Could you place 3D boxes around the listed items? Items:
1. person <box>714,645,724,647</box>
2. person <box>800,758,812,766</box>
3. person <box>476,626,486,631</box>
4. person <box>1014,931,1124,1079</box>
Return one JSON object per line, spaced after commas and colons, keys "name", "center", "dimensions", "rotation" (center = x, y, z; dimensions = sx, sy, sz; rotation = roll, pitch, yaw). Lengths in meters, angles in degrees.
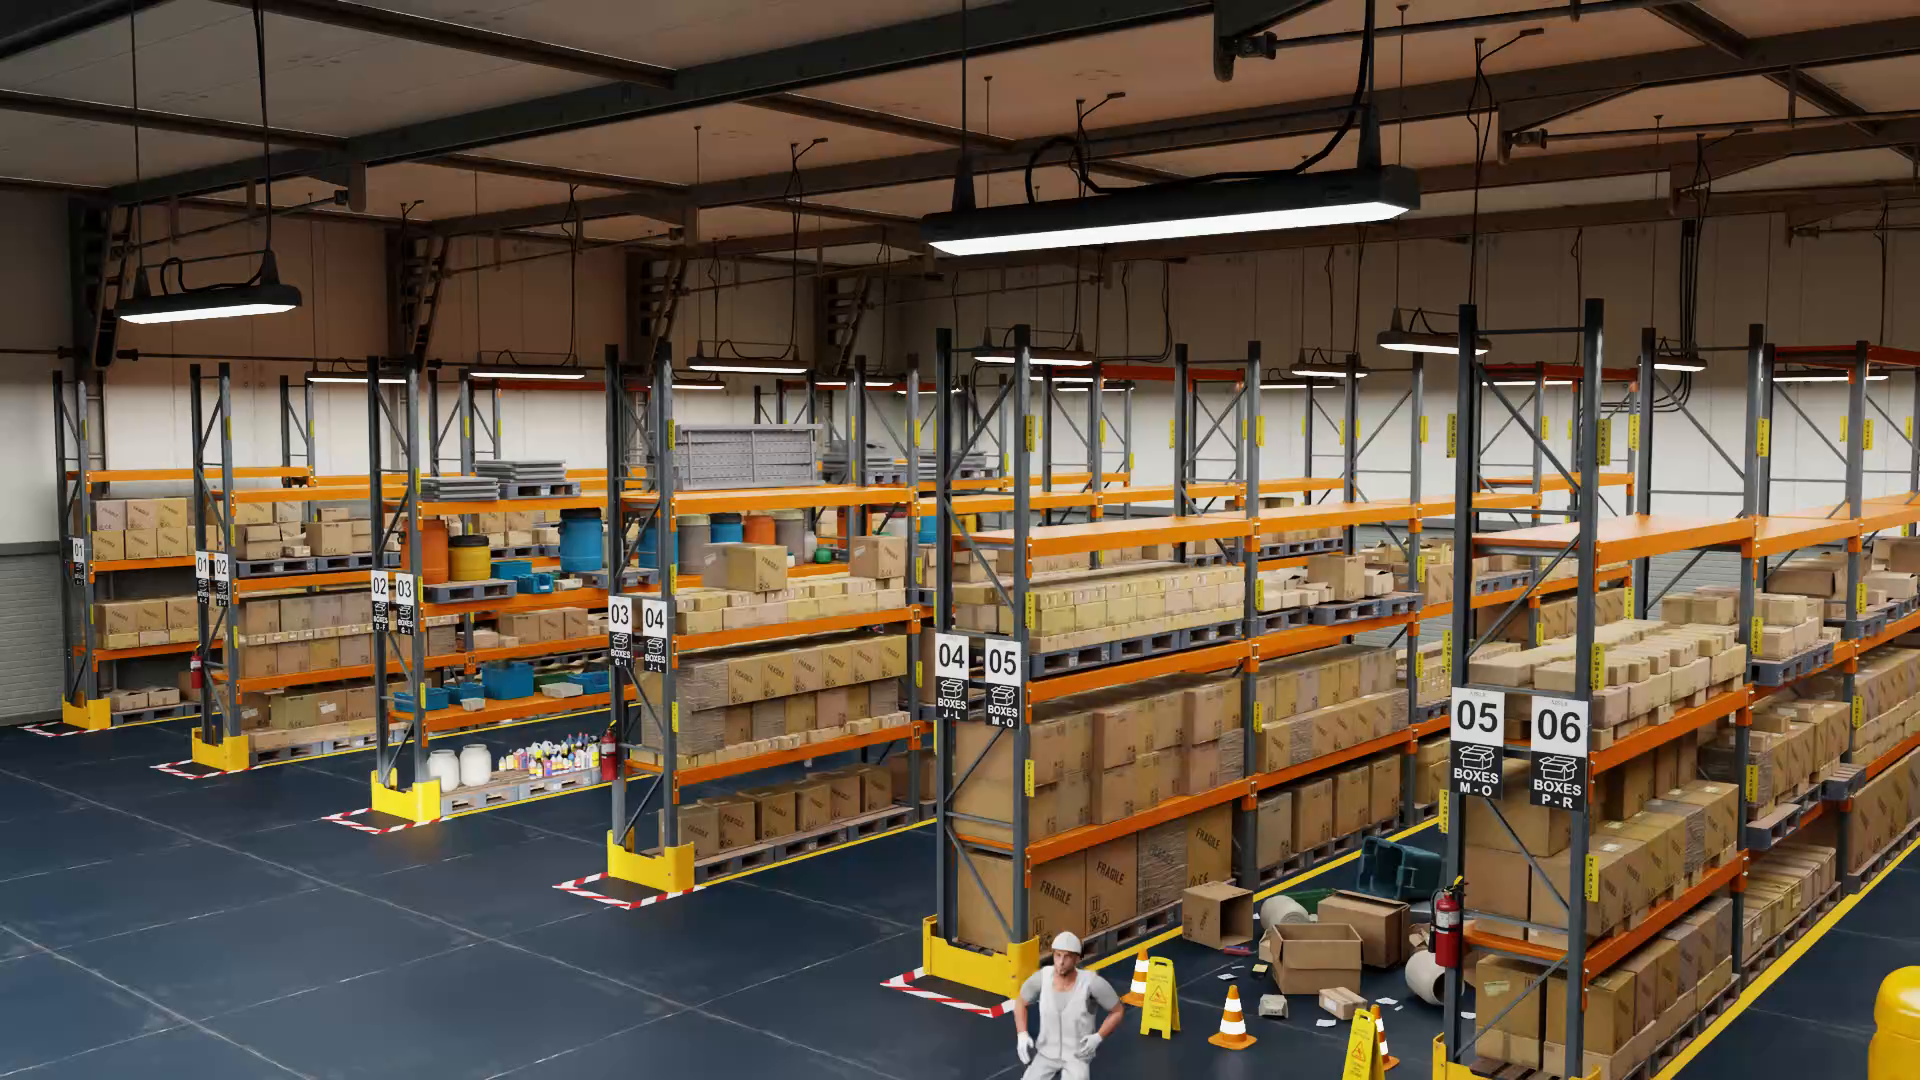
{"name": "person", "center": [-4.163, 2.257, 28.847], "dimensions": [0.592, 1.646, 0.547], "rotation": [3, 5, 34]}
{"name": "person", "center": [-2.459, 2.605, 24.643], "dimensions": [0.695, 1.573, 0.891], "rotation": [1, 4, 17]}
{"name": "person", "center": [-8.625, 2.253, 30.421], "dimensions": [0.566, 1.431, 0.820], "rotation": [2, 5, 24]}
{"name": "person", "center": [0.658, 3.496, 11.231], "dimensions": [0.885, 1.778, 0.732], "rotation": [1, 4, 15]}
